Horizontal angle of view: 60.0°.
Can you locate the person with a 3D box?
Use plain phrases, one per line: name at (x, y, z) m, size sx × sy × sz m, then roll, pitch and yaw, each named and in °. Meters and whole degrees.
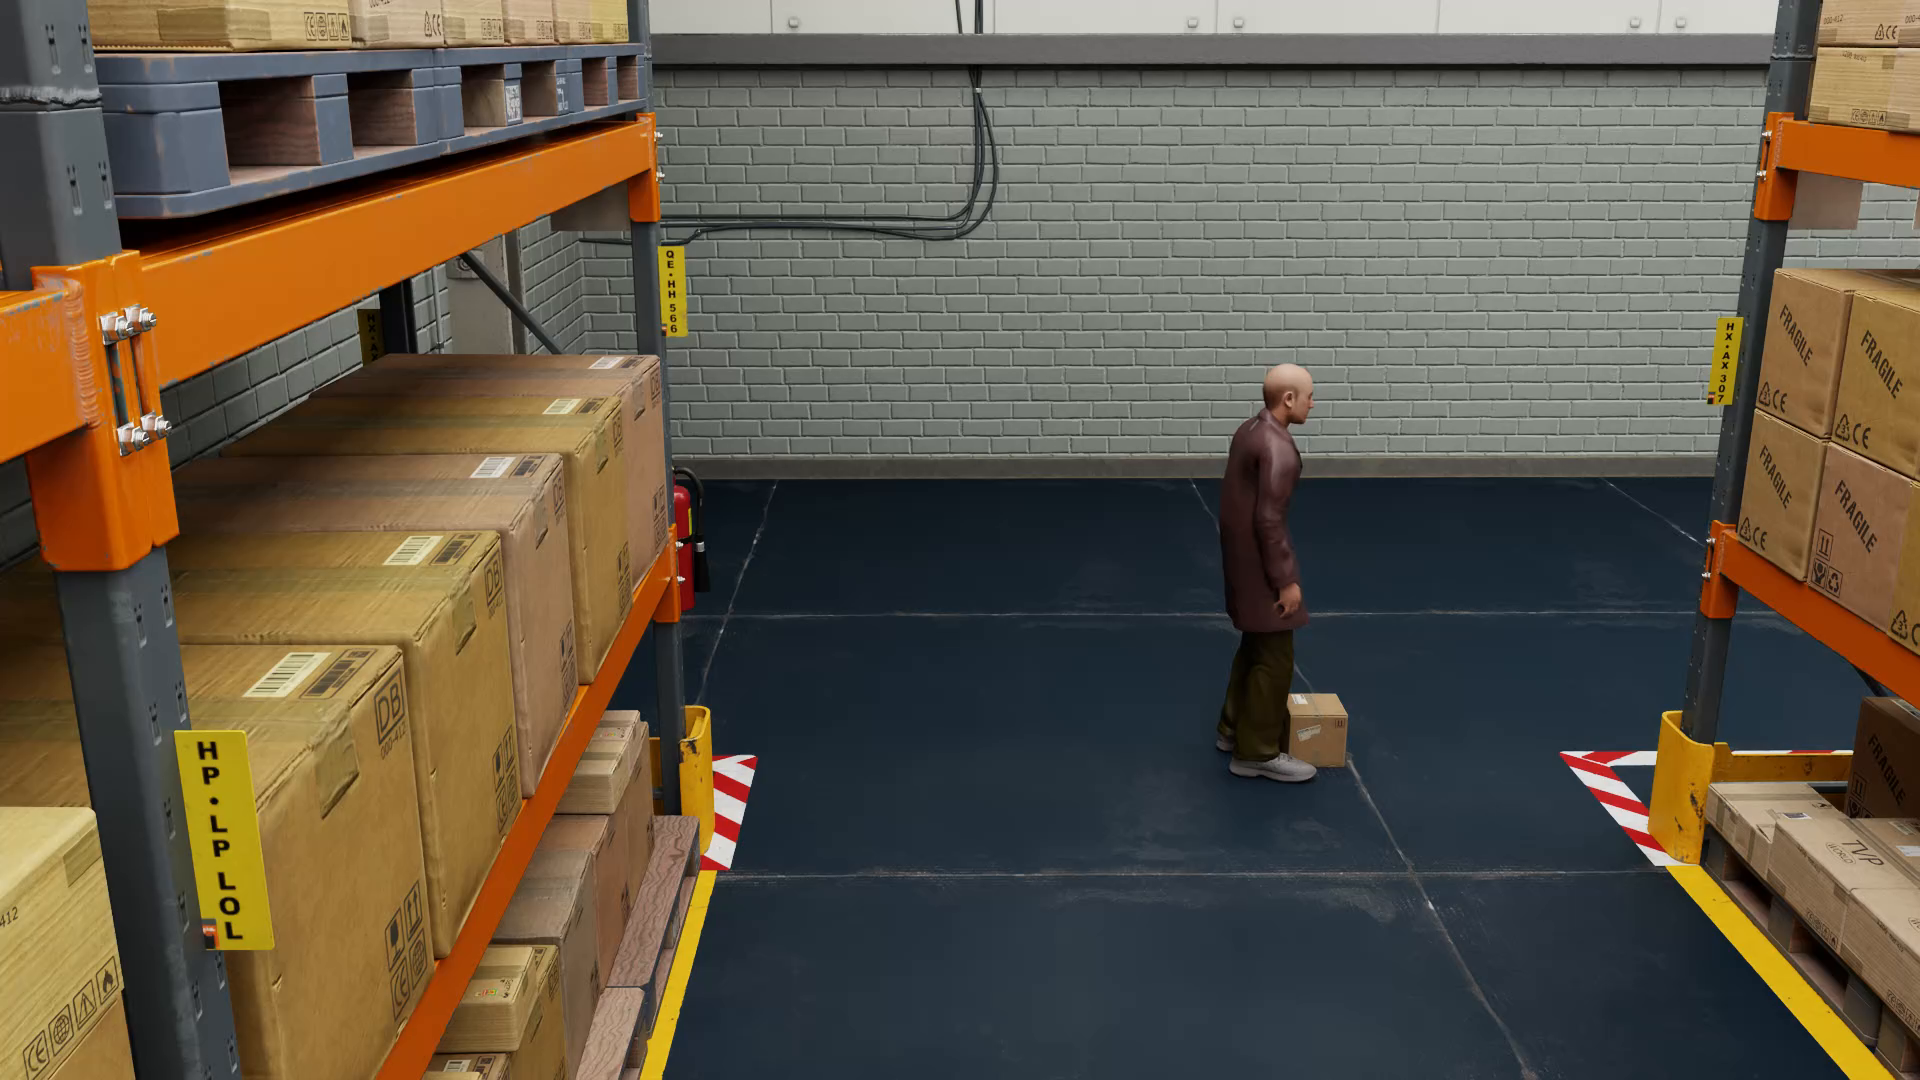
person at (1.326, 0.122, 7.167) m, size 0.425 × 1.774 × 0.644 m, roll 0°, pitch 17°, yaw 0°
